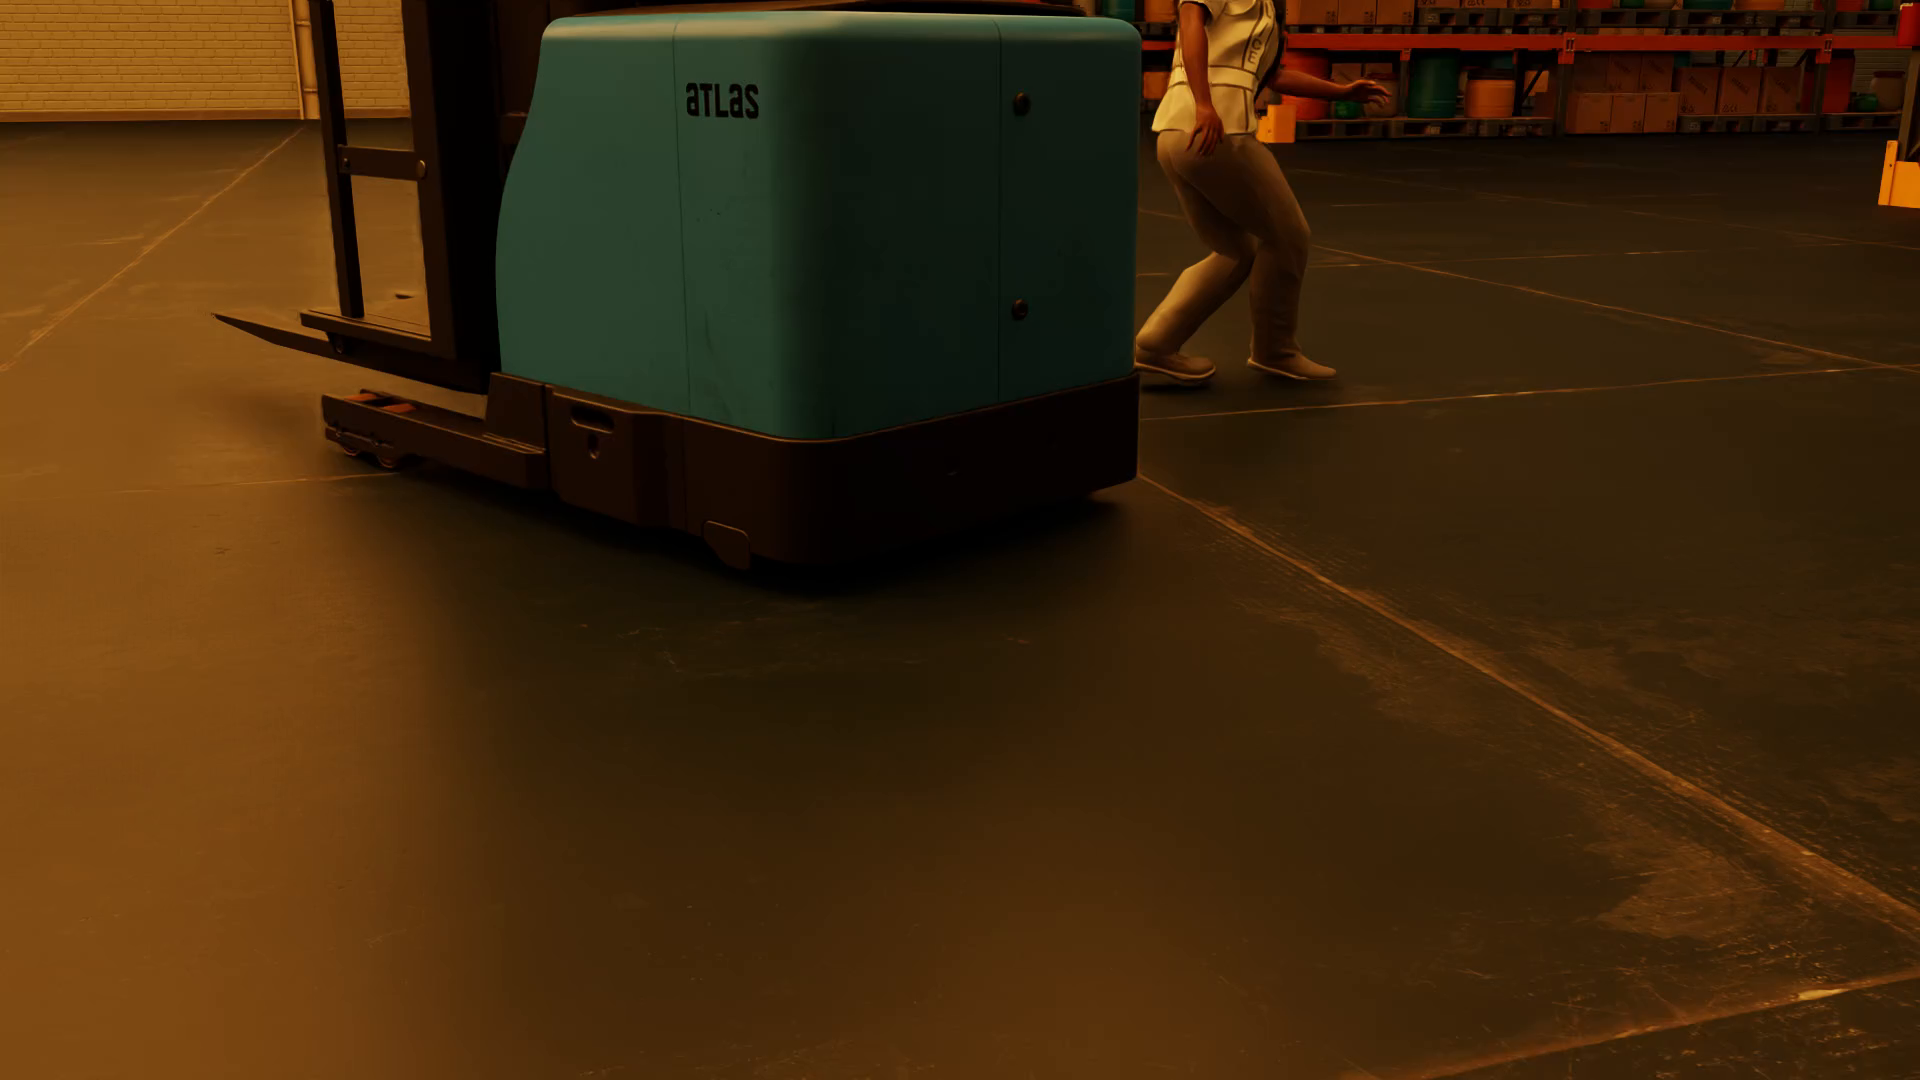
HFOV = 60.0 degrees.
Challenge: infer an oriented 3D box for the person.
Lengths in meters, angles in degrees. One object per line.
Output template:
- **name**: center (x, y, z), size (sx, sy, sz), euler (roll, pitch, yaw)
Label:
- **person**: center (0.910, -1.200, 4.972), size (0.794, 1.562, 0.725), euler (-1, 16, -2)

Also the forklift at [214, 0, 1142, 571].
- **forklift**: center (-1.008, -1.677, 4.079), size (3.031, 2.935, 1.130), euler (15, 22, 42)
